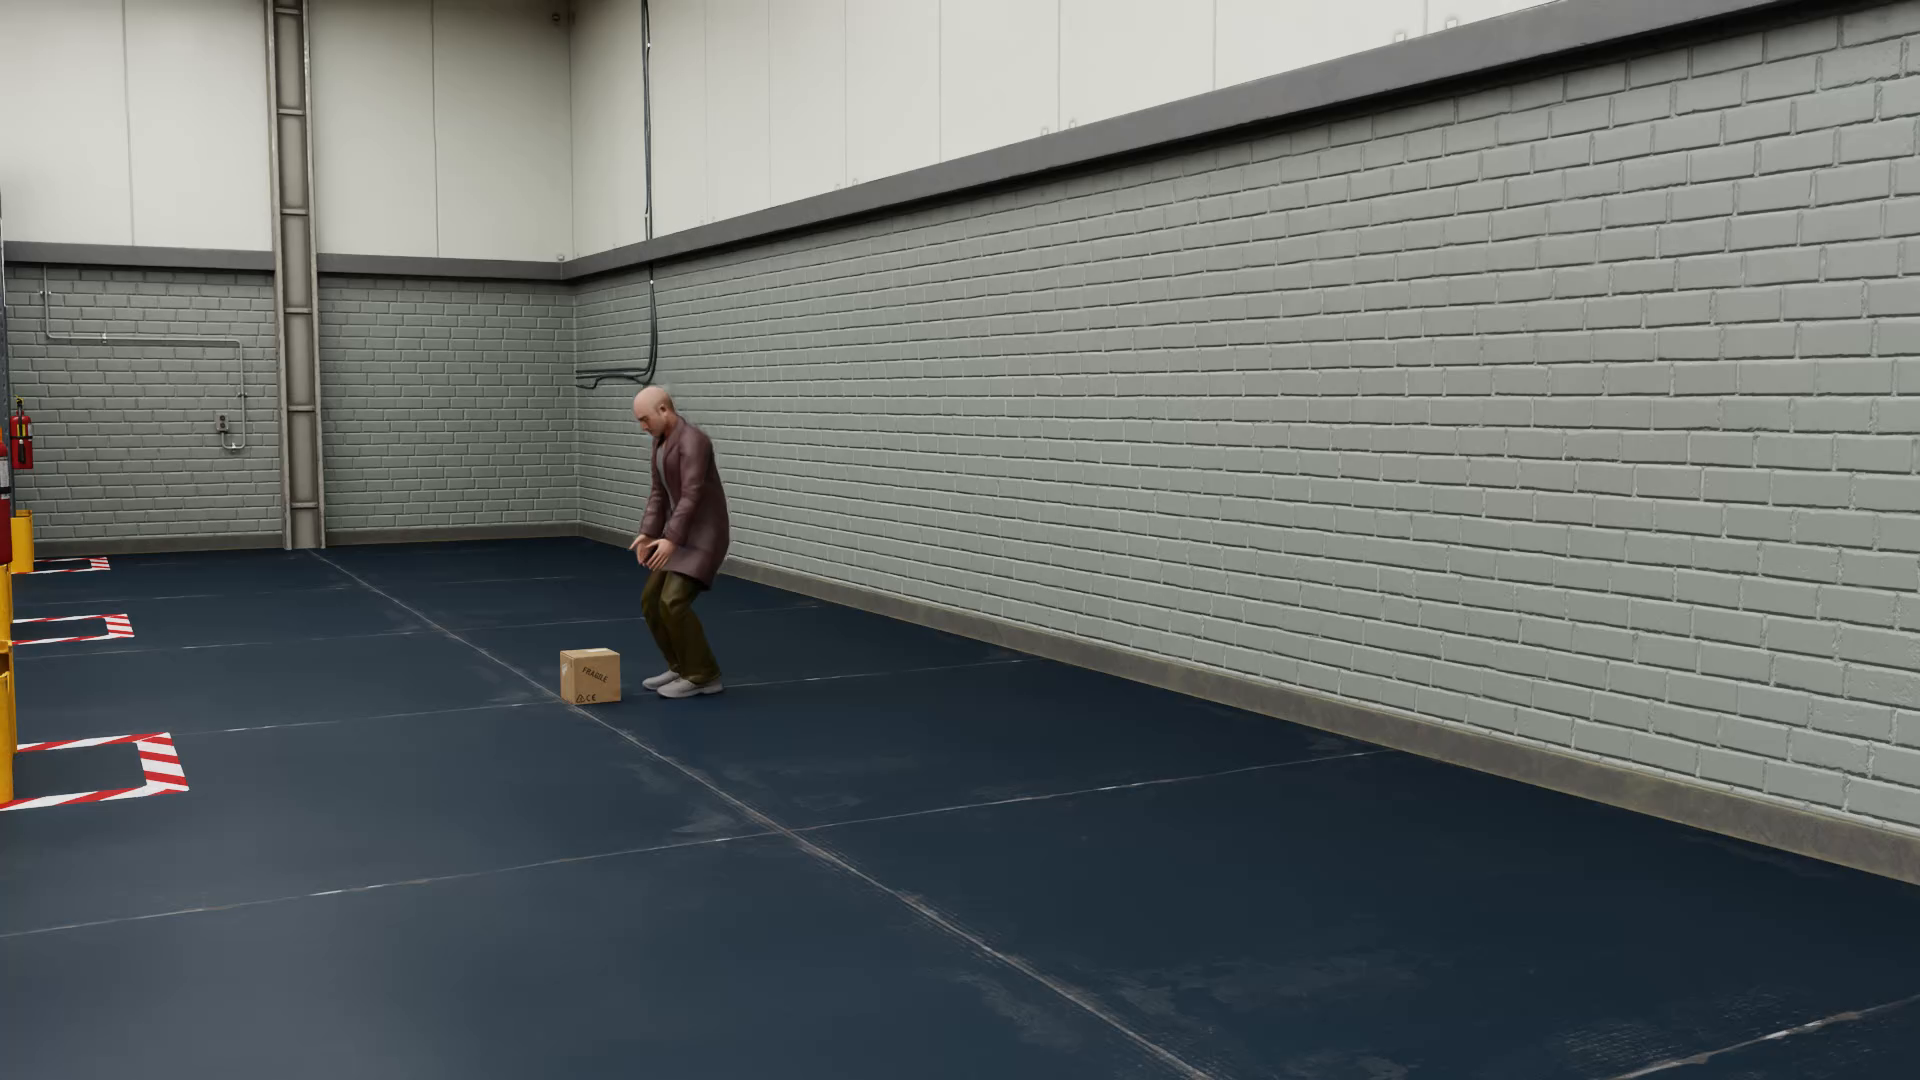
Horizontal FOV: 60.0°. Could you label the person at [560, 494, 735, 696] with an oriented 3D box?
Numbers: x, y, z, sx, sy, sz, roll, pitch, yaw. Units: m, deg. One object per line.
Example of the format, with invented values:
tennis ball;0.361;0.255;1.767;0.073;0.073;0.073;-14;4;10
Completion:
person;-1.662;0.297;8.874;0.947;1.065;0.582;-3;6;-31
